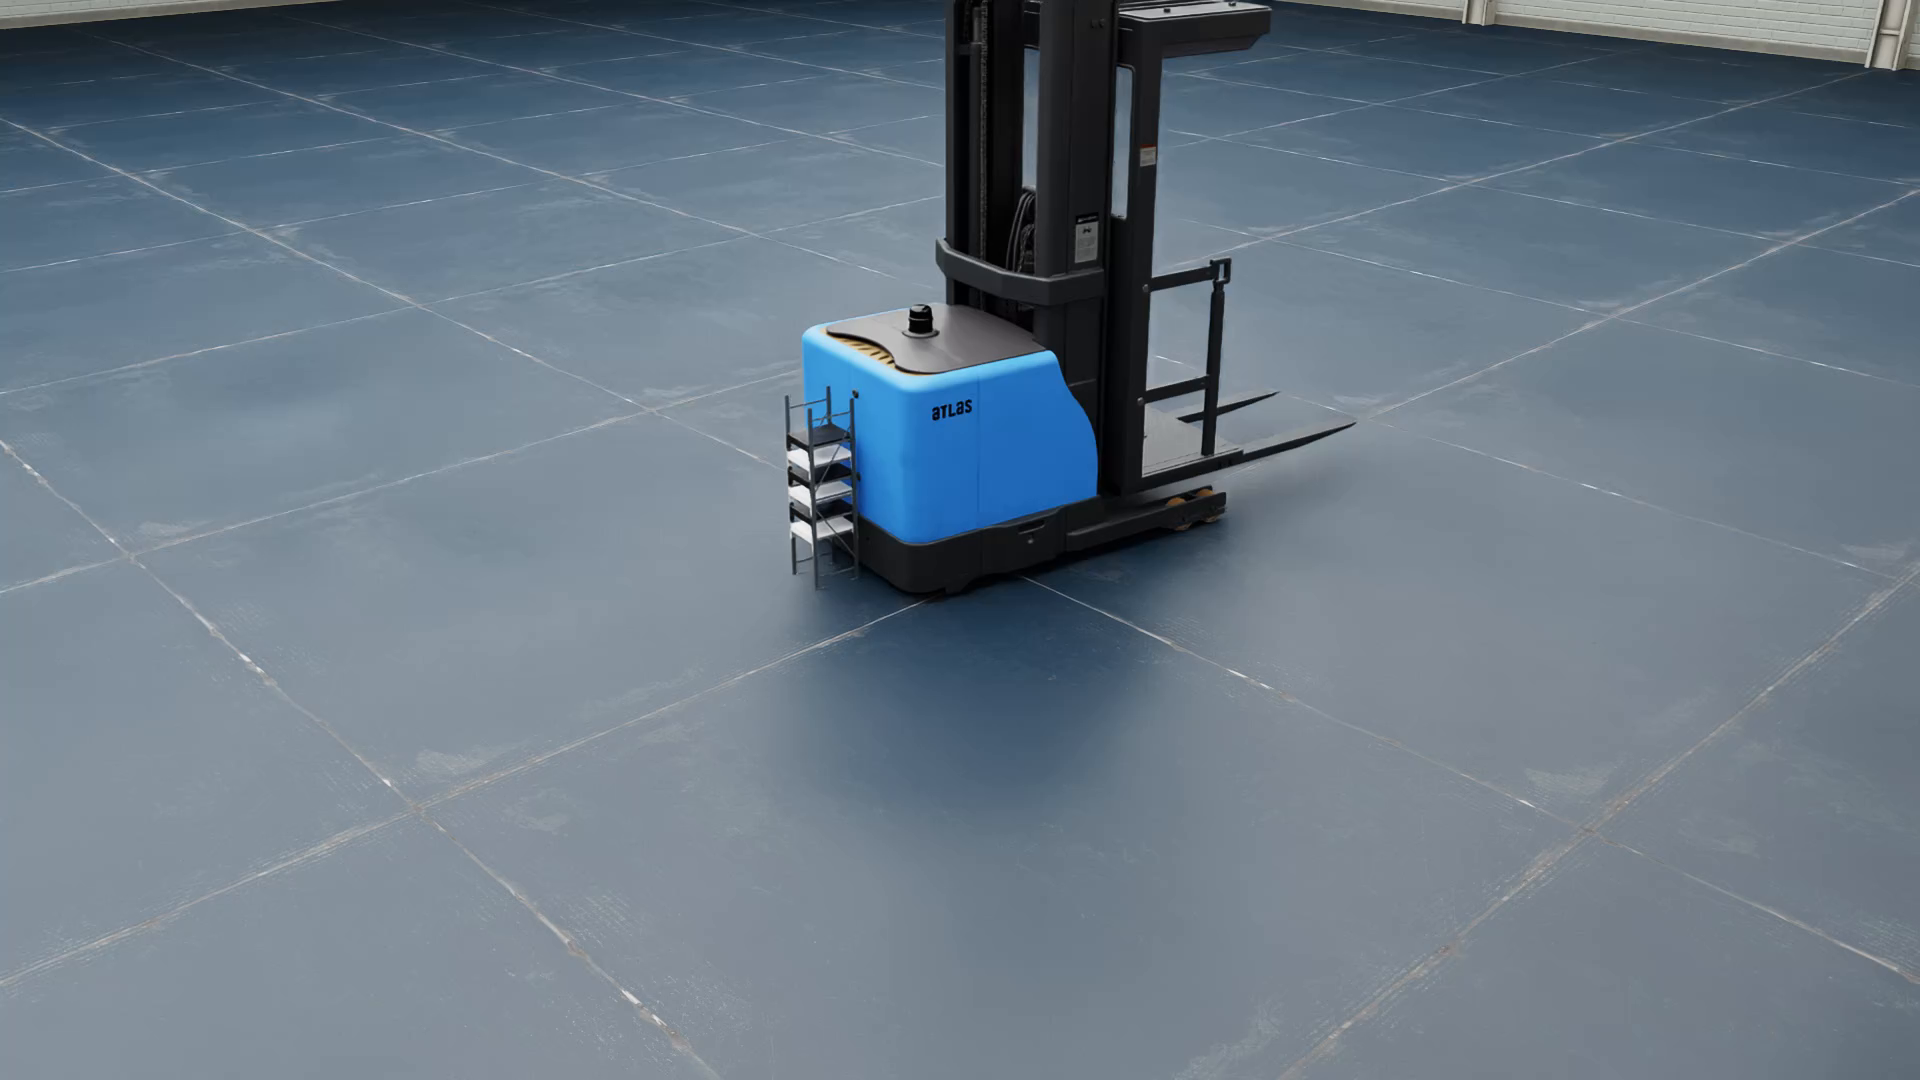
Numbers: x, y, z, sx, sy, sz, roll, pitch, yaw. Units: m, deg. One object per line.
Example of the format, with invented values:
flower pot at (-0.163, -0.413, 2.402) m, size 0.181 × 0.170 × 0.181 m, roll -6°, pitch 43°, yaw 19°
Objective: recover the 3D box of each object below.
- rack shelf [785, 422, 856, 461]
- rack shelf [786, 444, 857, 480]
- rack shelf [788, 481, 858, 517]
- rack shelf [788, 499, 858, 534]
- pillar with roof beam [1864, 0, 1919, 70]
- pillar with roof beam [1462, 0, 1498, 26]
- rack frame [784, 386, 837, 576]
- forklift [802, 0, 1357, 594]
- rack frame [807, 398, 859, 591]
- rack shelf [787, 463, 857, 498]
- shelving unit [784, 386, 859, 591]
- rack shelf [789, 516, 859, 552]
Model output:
rack shelf at (-0.635, -0.450, 7.582) m, size 0.258 × 0.077 × 0.200 m, roll -16°, pitch 29°, yaw -32°
rack shelf at (-0.635, -0.368, 7.620) m, size 0.258 × 0.077 × 0.200 m, roll -16°, pitch 29°, yaw -32°
rack shelf at (-0.635, -0.204, 7.694) m, size 0.258 × 0.077 × 0.200 m, roll -16°, pitch 29°, yaw -32°
rack shelf at (-0.635, -0.123, 7.732) m, size 0.258 × 0.077 × 0.200 m, roll -16°, pitch 29°, yaw -32°
pillar with roof beam at (9.019, -9.088, 17.329) m, size 9.100 × 9.000 × 0.400 m, roll -21°, pitch 32°, yaw -38°
pillar with roof beam at (4.918, -10.906, 21.314) m, size 9.100 × 9.000 × 0.400 m, roll -21°, pitch 32°, yaw -38°
rack frame at (-0.694, -0.269, 7.756) m, size 0.240 × 0.900 × 0.006 m, roll -16°, pitch 29°, yaw -32°
forklift at (0.743, -1.542, 8.100) m, size 3.031 × 2.935 × 1.130 m, roll -16°, pitch 29°, yaw -31°
rack frame at (-0.576, -0.200, 7.605) m, size 0.240 × 0.900 × 0.006 m, roll -16°, pitch 29°, yaw -32°
rack shelf at (-0.635, -0.286, 7.657) m, size 0.258 × 0.077 × 0.200 m, roll -16°, pitch 29°, yaw -32°
shelving unit at (-0.635, -0.235, 7.680) m, size 0.258 × 0.900 × 0.210 m, roll -16°, pitch 29°, yaw -32°
rack shelf at (-0.635, -0.041, 7.769) m, size 0.258 × 0.077 × 0.200 m, roll -16°, pitch 29°, yaw -32°
